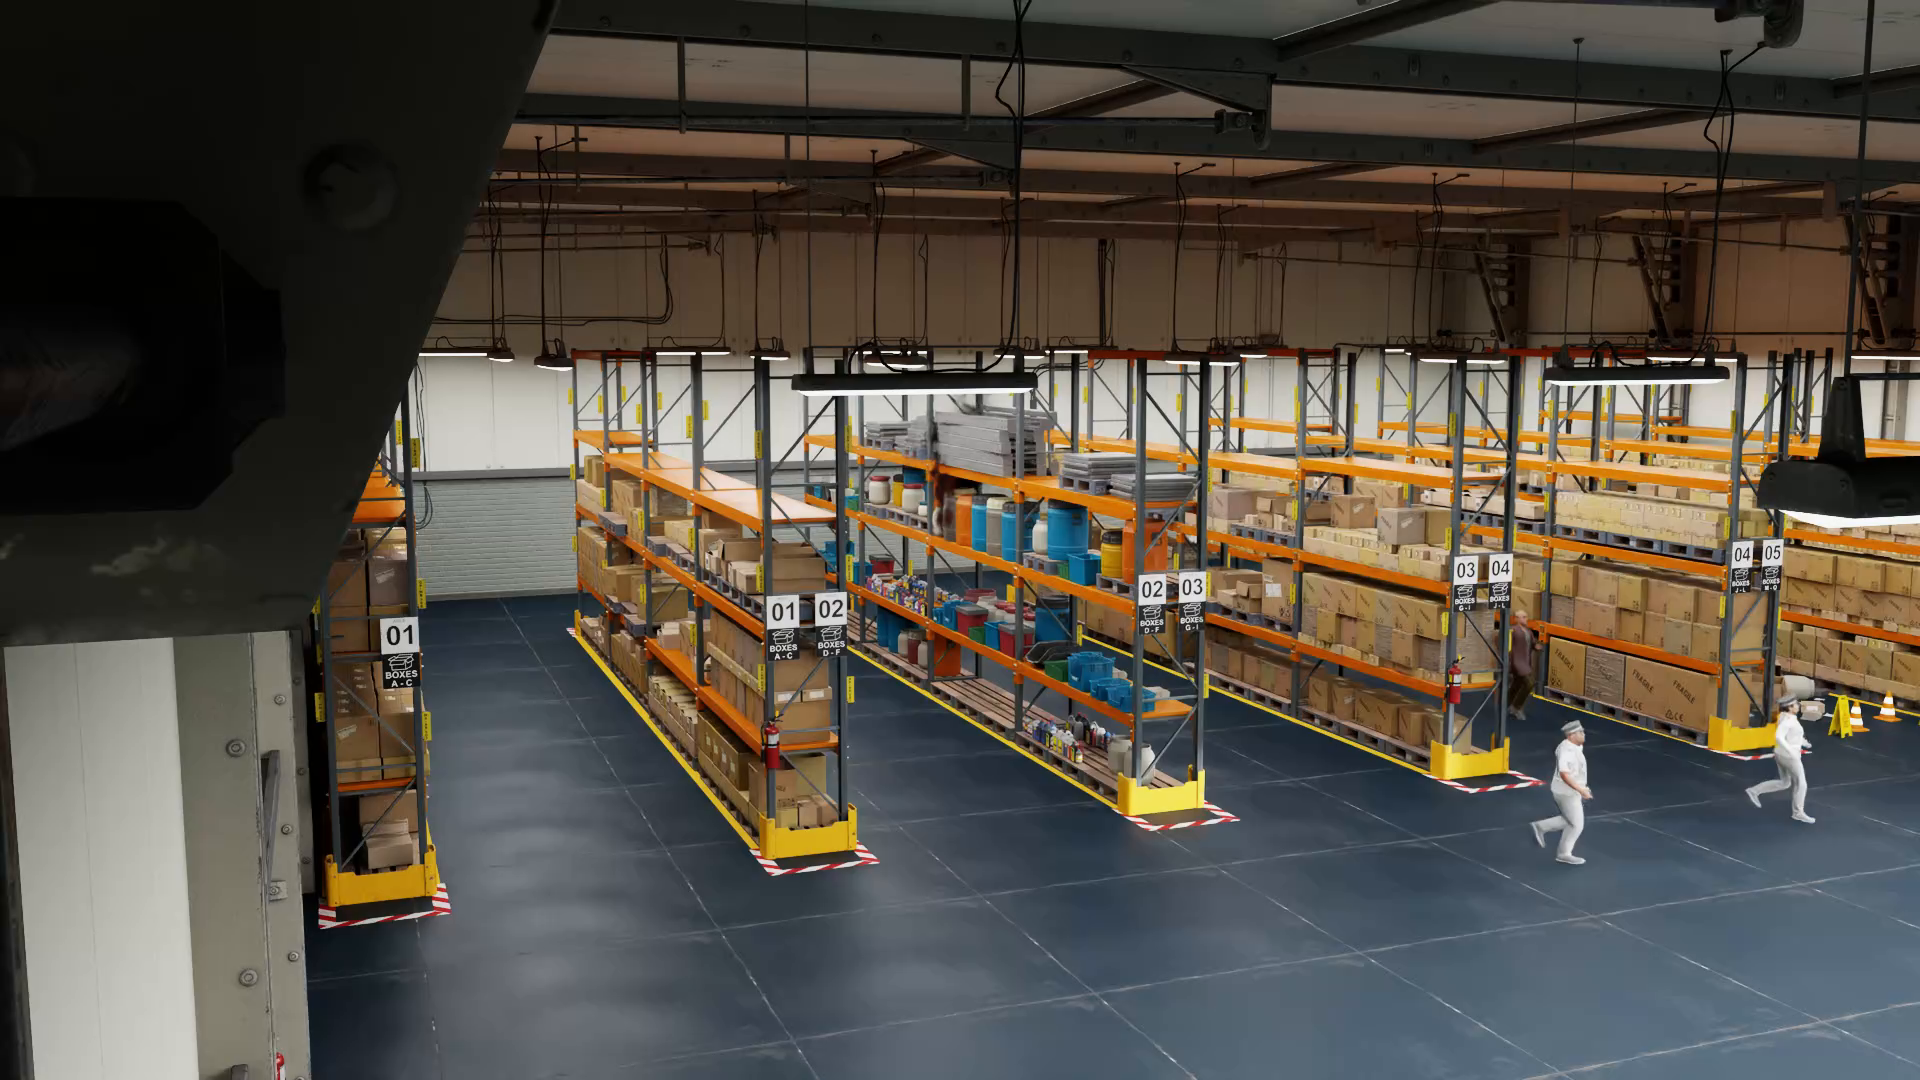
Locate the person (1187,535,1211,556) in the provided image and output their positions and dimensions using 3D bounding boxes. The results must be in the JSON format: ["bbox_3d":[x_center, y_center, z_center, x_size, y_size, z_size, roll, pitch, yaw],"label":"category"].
[{"bbox_3d":[5.882,0.328,41.390,0.767,1.745,0.708,-4,8,-28],"label":"person"}]

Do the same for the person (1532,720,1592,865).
[{"bbox_3d":[7.235,2.998,19.942,0.648,1.756,0.675,2,7,18],"label":"person"}]

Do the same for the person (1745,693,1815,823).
[{"bbox_3d":[10.724,2.827,21.646,0.842,1.696,0.618,2,7,15],"label":"person"}]

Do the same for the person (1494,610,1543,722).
[{"bbox_3d":[9.210,2.063,27.338,0.671,1.823,0.798,-6,9,-40],"label":"person"}]
